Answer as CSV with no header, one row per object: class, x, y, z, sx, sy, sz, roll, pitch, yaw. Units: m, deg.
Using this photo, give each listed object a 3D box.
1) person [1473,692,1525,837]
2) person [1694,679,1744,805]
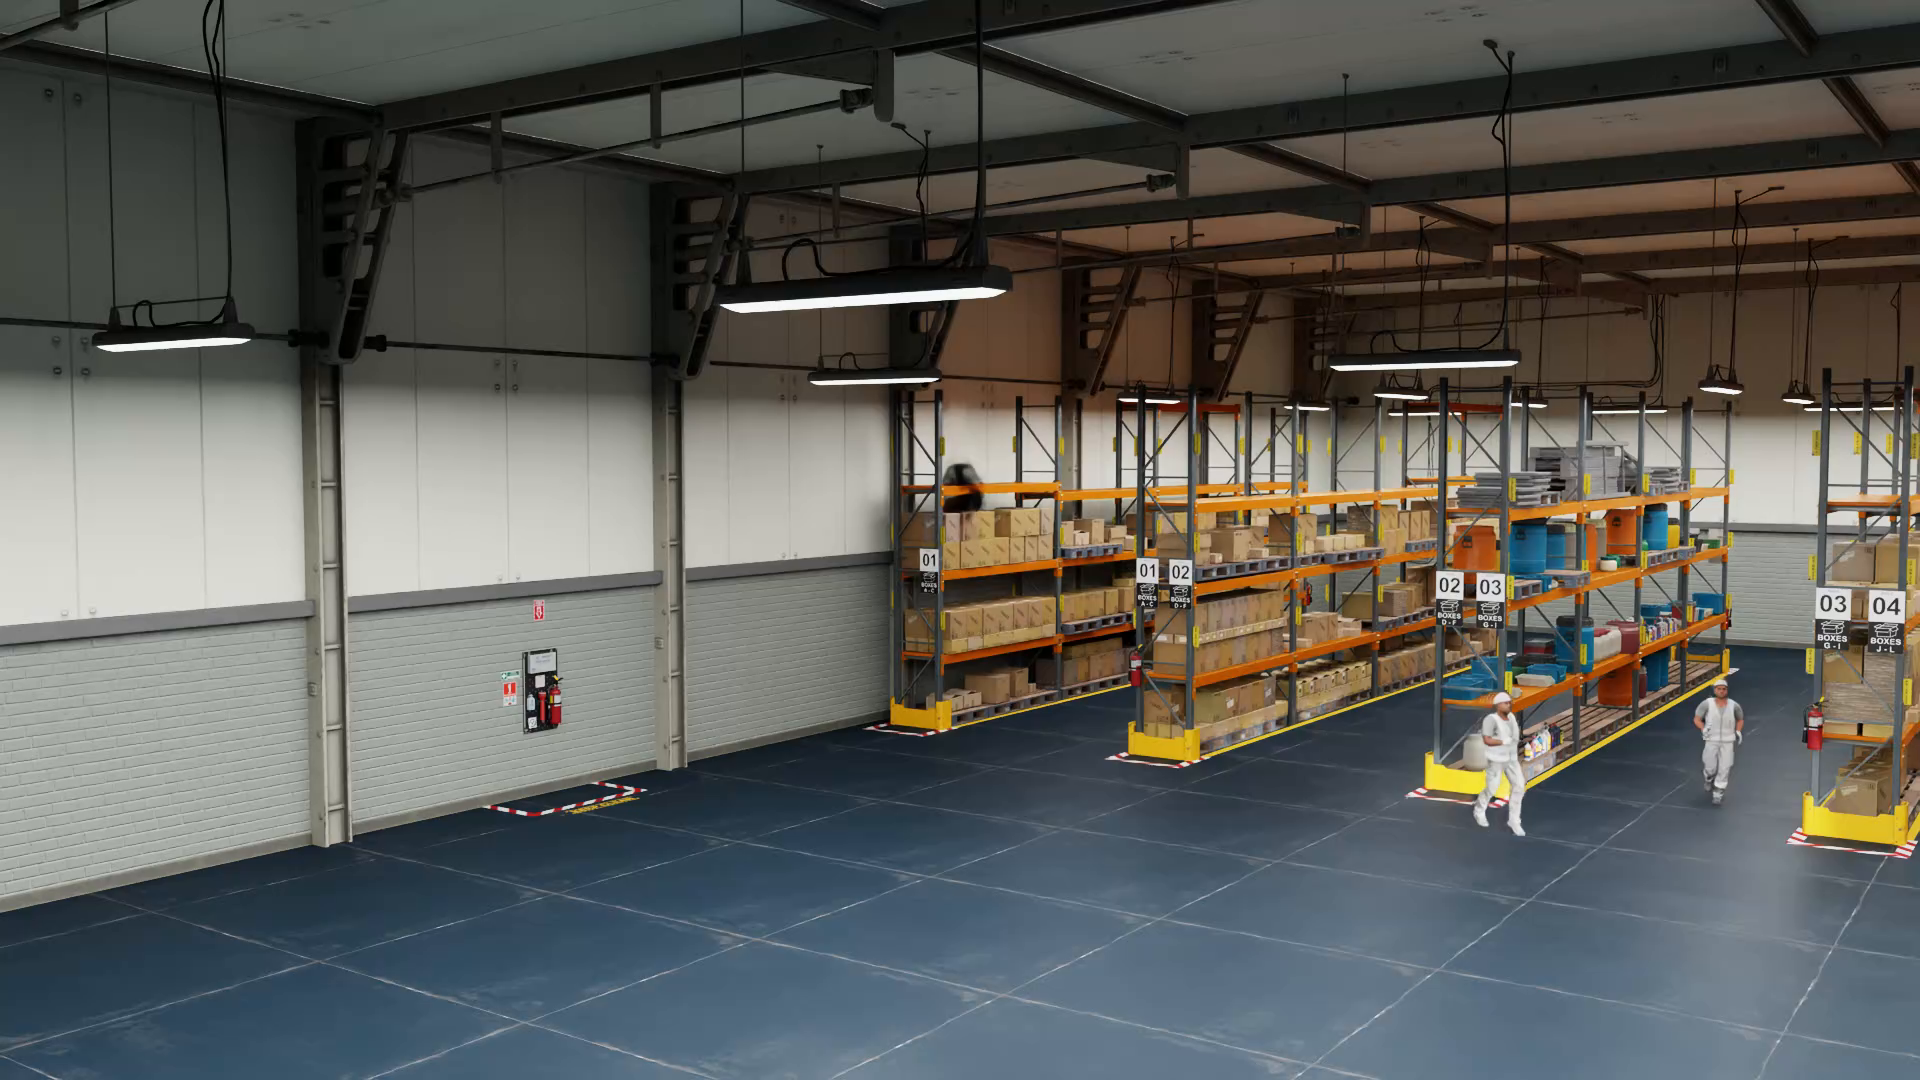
person,7.004,2.892,21.561,0.704,1.850,0.798,-2,4,-26
person,10.646,2.817,23.322,0.646,1.743,0.645,1,3,18
